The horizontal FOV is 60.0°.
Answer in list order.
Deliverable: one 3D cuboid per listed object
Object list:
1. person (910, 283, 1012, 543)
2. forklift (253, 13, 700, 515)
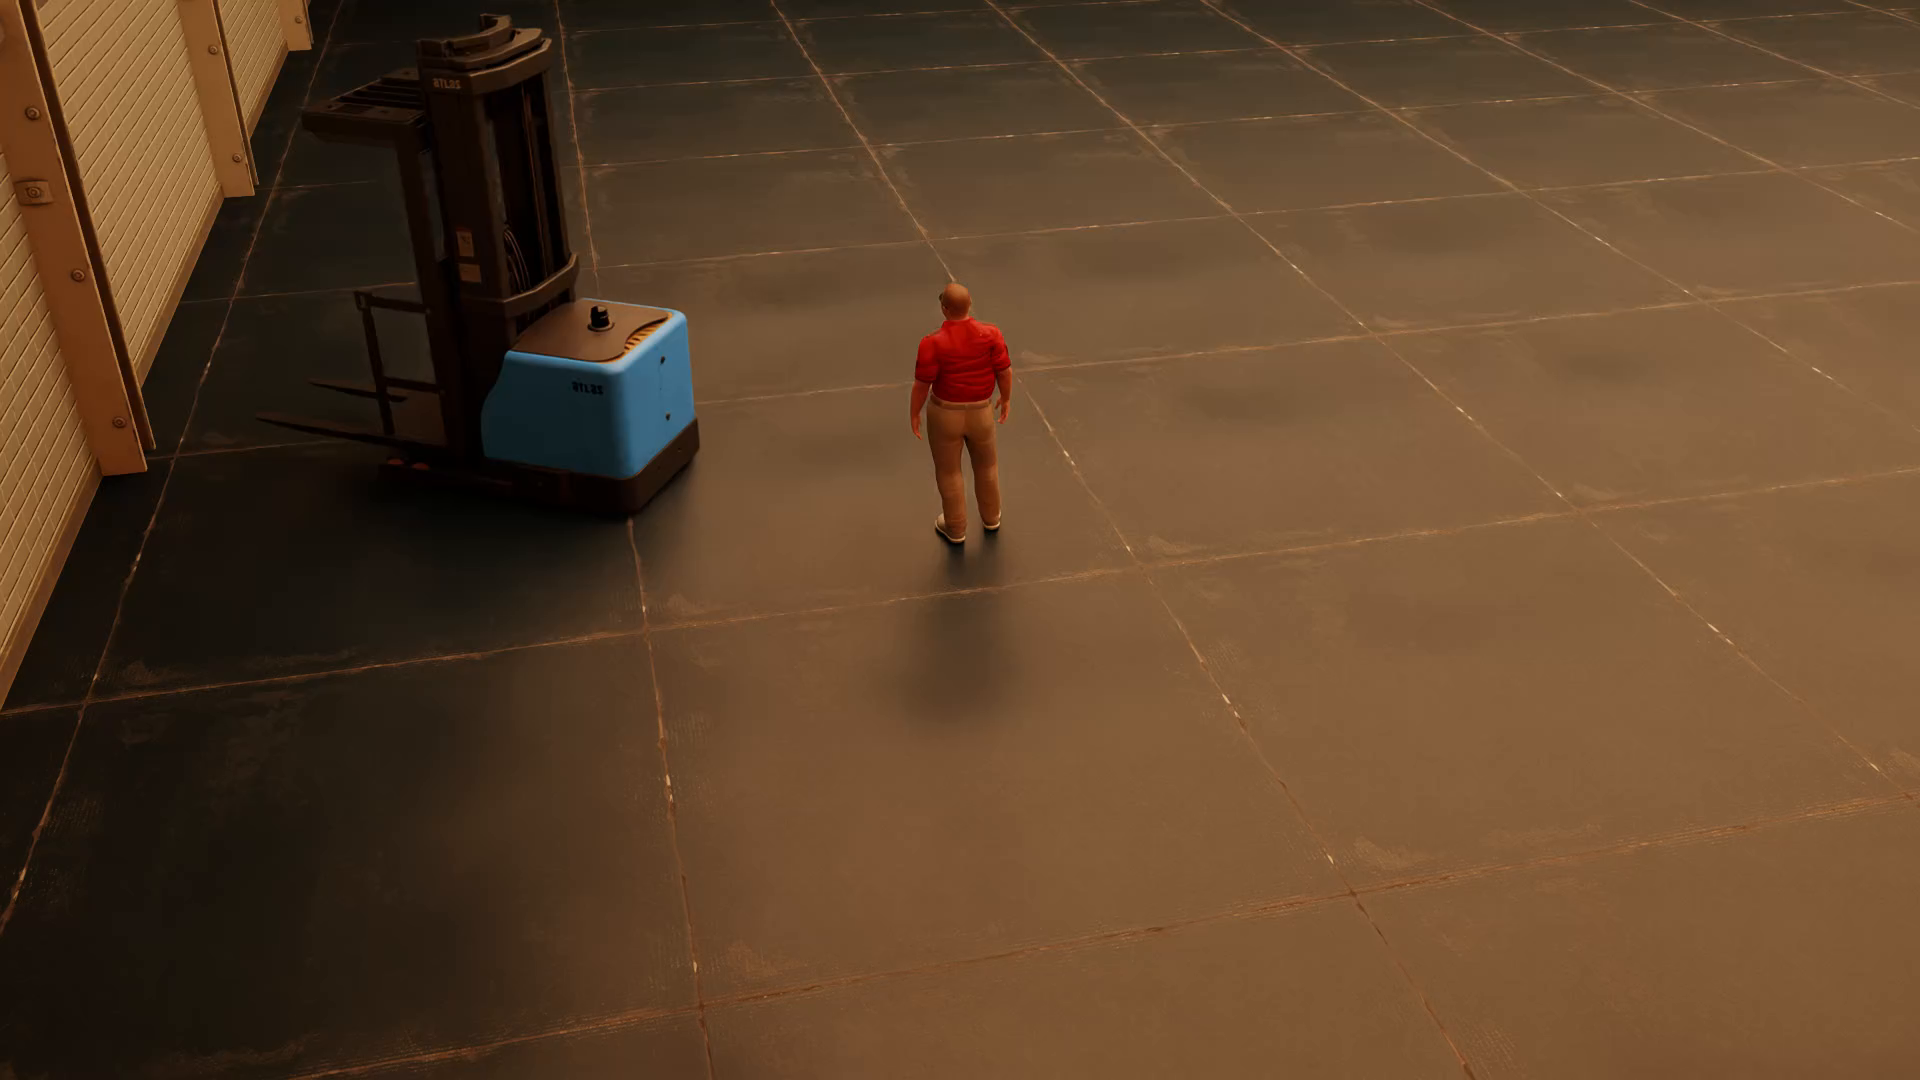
[{"bbox_3d":[-0.009,-0.799,10.141,0.640,1.727,0.551,-7,31,-12],"label":"person"},{"bbox_3d":[-3.364,-1.855,10.778,3.031,2.935,1.130,9,31,16],"label":"forklift"}]
